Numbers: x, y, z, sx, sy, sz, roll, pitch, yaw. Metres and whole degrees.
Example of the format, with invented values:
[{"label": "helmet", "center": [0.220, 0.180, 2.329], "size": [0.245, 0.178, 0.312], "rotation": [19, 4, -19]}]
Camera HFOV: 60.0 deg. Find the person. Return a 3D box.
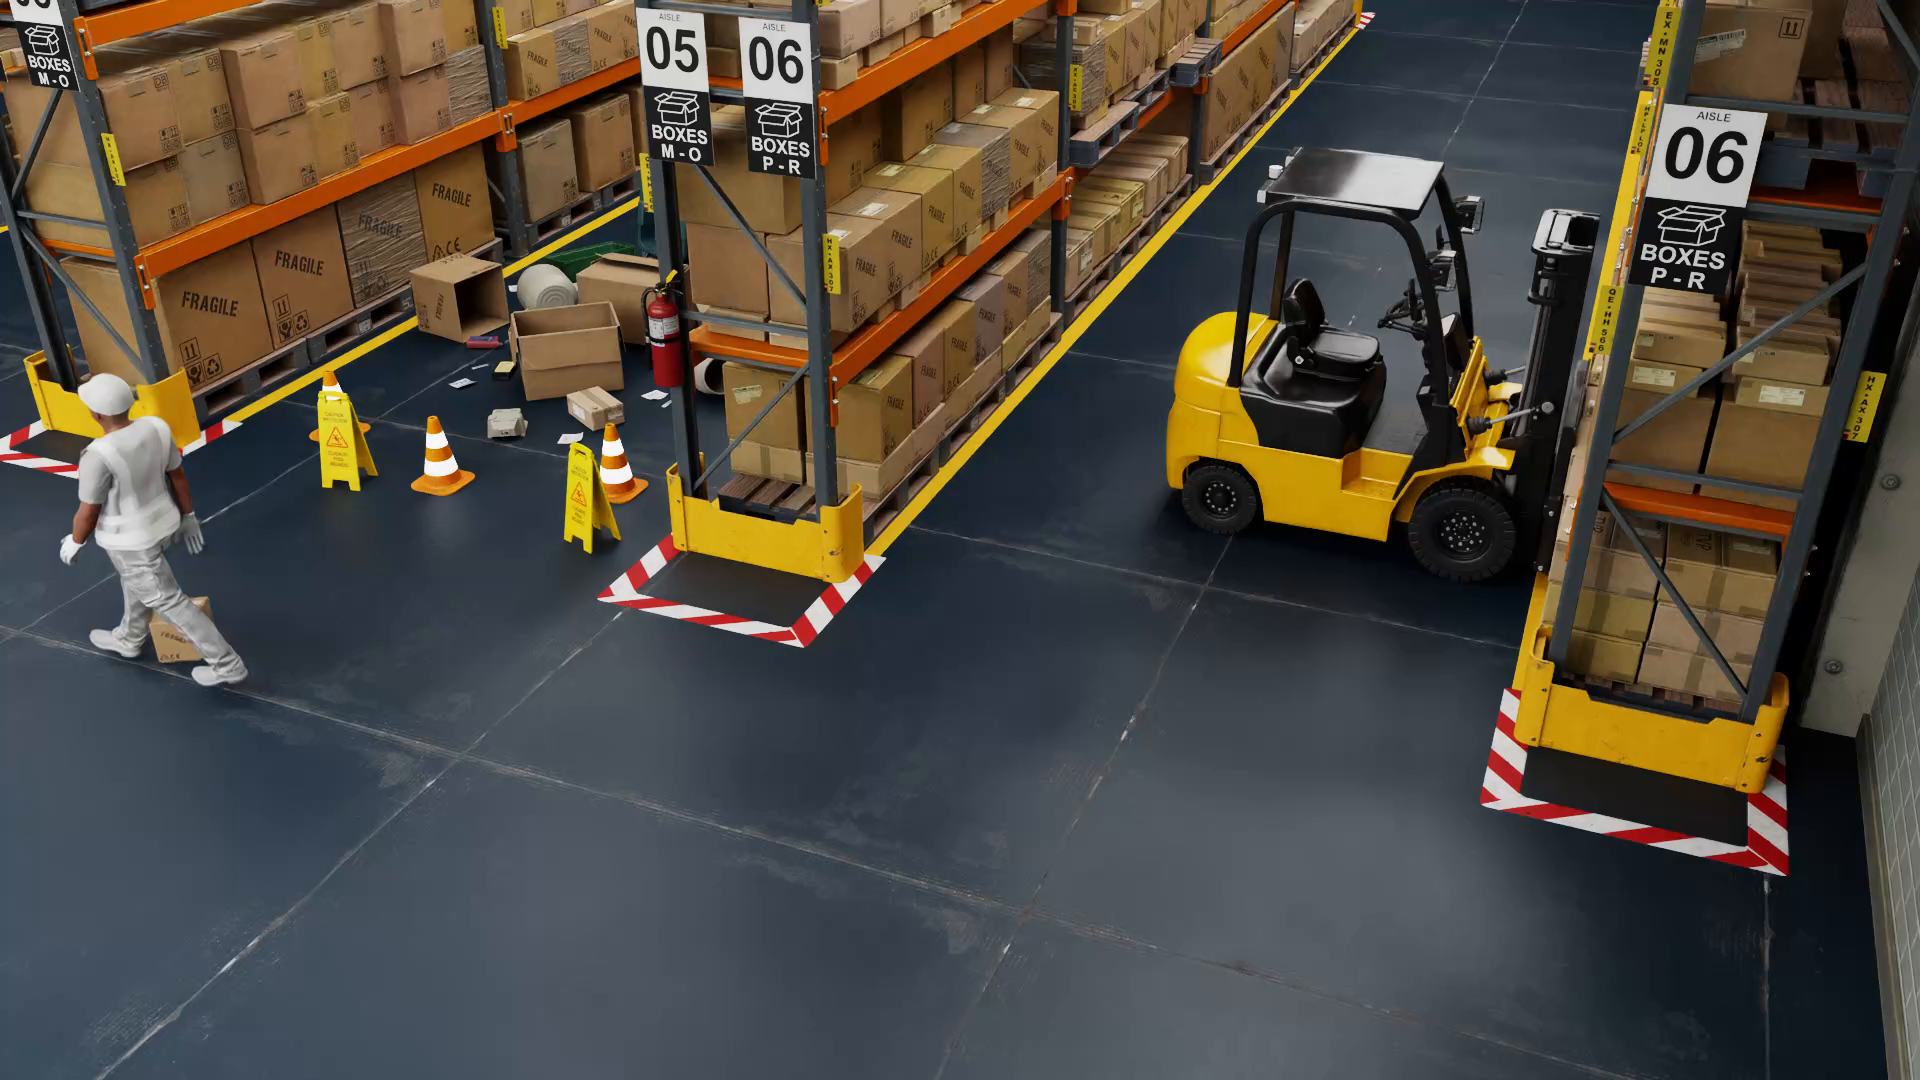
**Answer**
[{"label": "person", "center": [-4.249, -0.050, 8.468], "size": [1.058, 1.734, 0.552], "rotation": [6, 30, 11]}]
